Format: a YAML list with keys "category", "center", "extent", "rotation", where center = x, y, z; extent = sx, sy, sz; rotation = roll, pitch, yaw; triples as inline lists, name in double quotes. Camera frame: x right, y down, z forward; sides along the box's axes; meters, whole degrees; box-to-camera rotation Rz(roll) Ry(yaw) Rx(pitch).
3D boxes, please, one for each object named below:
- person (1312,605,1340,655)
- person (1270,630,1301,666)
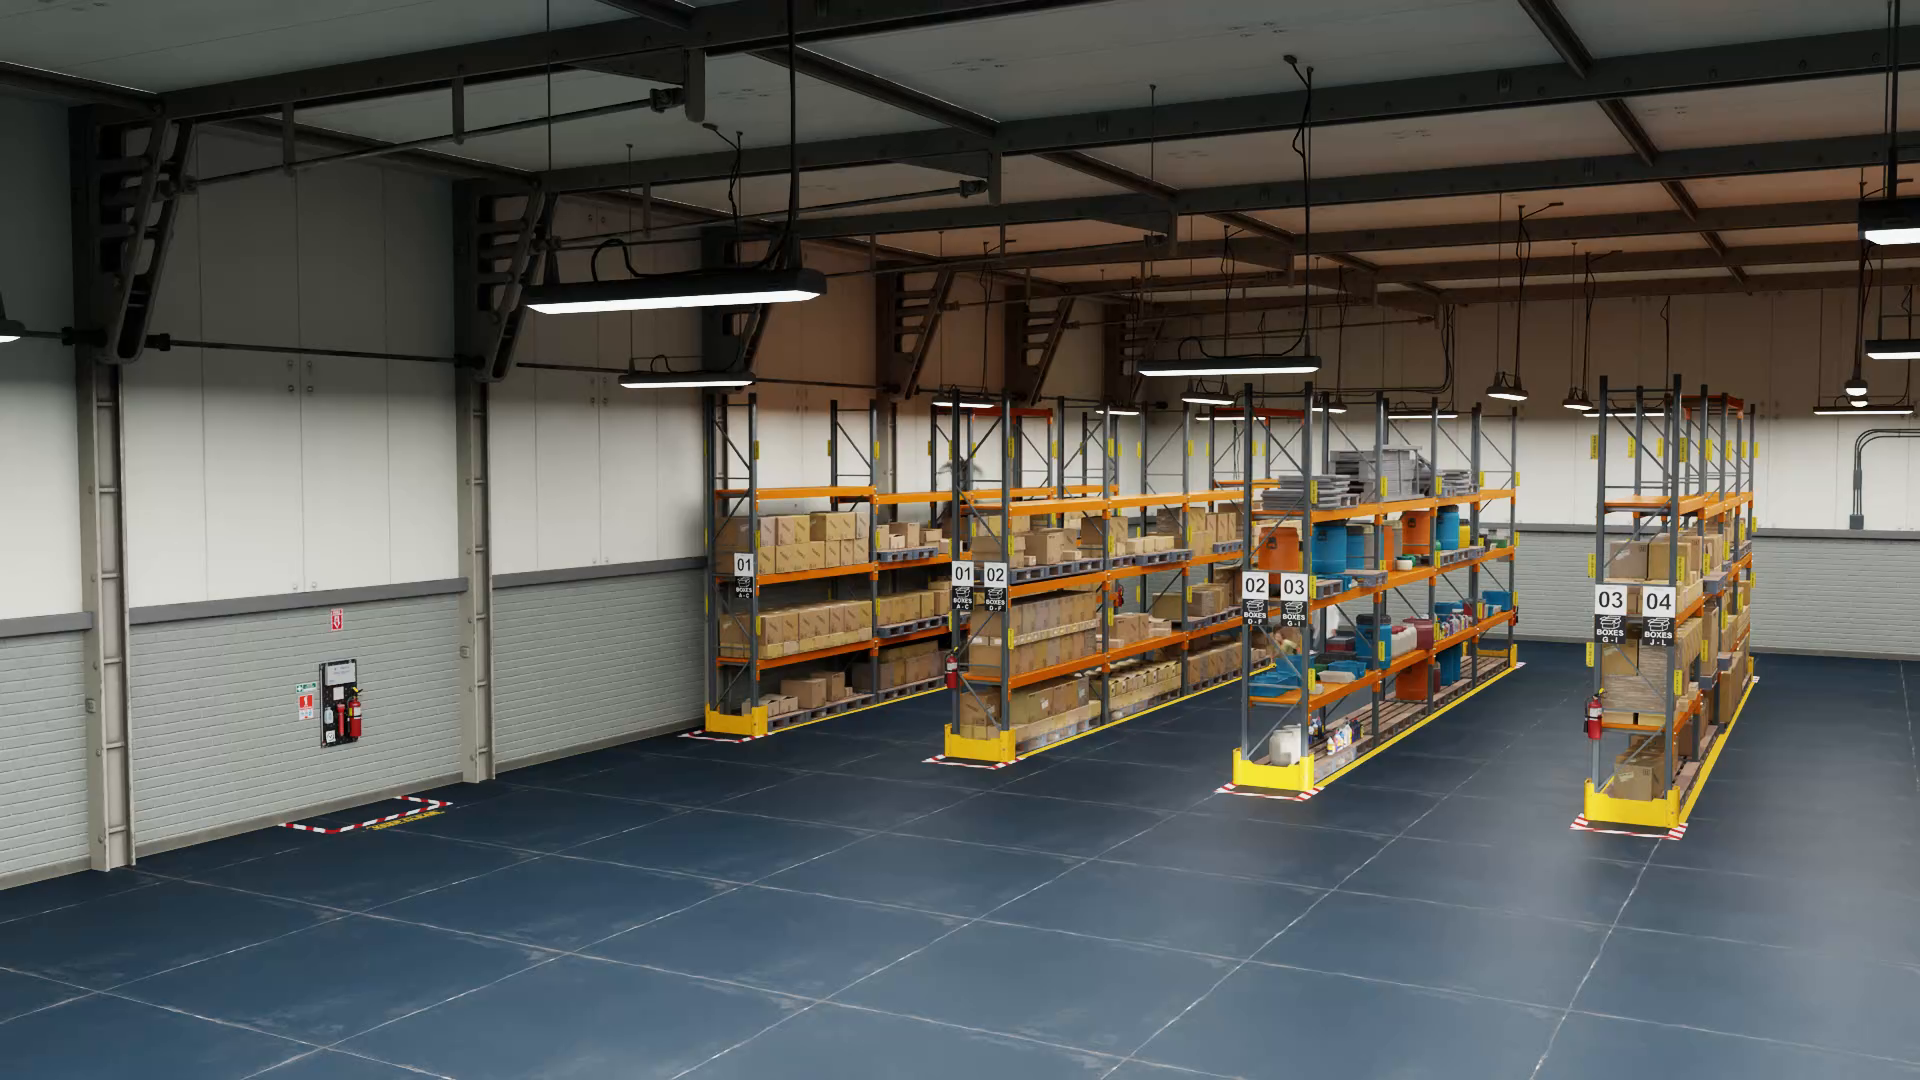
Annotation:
- category: "person"
  center: [8.406, 2.066, 38.146]
  extent: [0.752, 1.745, 0.723]
  rotation: [2, 4, 37]
- category: "person"
  center: [6.409, 2.491, 32.651]
  extent: [0.600, 1.507, 0.801]
  rotation: [2, 4, 34]
